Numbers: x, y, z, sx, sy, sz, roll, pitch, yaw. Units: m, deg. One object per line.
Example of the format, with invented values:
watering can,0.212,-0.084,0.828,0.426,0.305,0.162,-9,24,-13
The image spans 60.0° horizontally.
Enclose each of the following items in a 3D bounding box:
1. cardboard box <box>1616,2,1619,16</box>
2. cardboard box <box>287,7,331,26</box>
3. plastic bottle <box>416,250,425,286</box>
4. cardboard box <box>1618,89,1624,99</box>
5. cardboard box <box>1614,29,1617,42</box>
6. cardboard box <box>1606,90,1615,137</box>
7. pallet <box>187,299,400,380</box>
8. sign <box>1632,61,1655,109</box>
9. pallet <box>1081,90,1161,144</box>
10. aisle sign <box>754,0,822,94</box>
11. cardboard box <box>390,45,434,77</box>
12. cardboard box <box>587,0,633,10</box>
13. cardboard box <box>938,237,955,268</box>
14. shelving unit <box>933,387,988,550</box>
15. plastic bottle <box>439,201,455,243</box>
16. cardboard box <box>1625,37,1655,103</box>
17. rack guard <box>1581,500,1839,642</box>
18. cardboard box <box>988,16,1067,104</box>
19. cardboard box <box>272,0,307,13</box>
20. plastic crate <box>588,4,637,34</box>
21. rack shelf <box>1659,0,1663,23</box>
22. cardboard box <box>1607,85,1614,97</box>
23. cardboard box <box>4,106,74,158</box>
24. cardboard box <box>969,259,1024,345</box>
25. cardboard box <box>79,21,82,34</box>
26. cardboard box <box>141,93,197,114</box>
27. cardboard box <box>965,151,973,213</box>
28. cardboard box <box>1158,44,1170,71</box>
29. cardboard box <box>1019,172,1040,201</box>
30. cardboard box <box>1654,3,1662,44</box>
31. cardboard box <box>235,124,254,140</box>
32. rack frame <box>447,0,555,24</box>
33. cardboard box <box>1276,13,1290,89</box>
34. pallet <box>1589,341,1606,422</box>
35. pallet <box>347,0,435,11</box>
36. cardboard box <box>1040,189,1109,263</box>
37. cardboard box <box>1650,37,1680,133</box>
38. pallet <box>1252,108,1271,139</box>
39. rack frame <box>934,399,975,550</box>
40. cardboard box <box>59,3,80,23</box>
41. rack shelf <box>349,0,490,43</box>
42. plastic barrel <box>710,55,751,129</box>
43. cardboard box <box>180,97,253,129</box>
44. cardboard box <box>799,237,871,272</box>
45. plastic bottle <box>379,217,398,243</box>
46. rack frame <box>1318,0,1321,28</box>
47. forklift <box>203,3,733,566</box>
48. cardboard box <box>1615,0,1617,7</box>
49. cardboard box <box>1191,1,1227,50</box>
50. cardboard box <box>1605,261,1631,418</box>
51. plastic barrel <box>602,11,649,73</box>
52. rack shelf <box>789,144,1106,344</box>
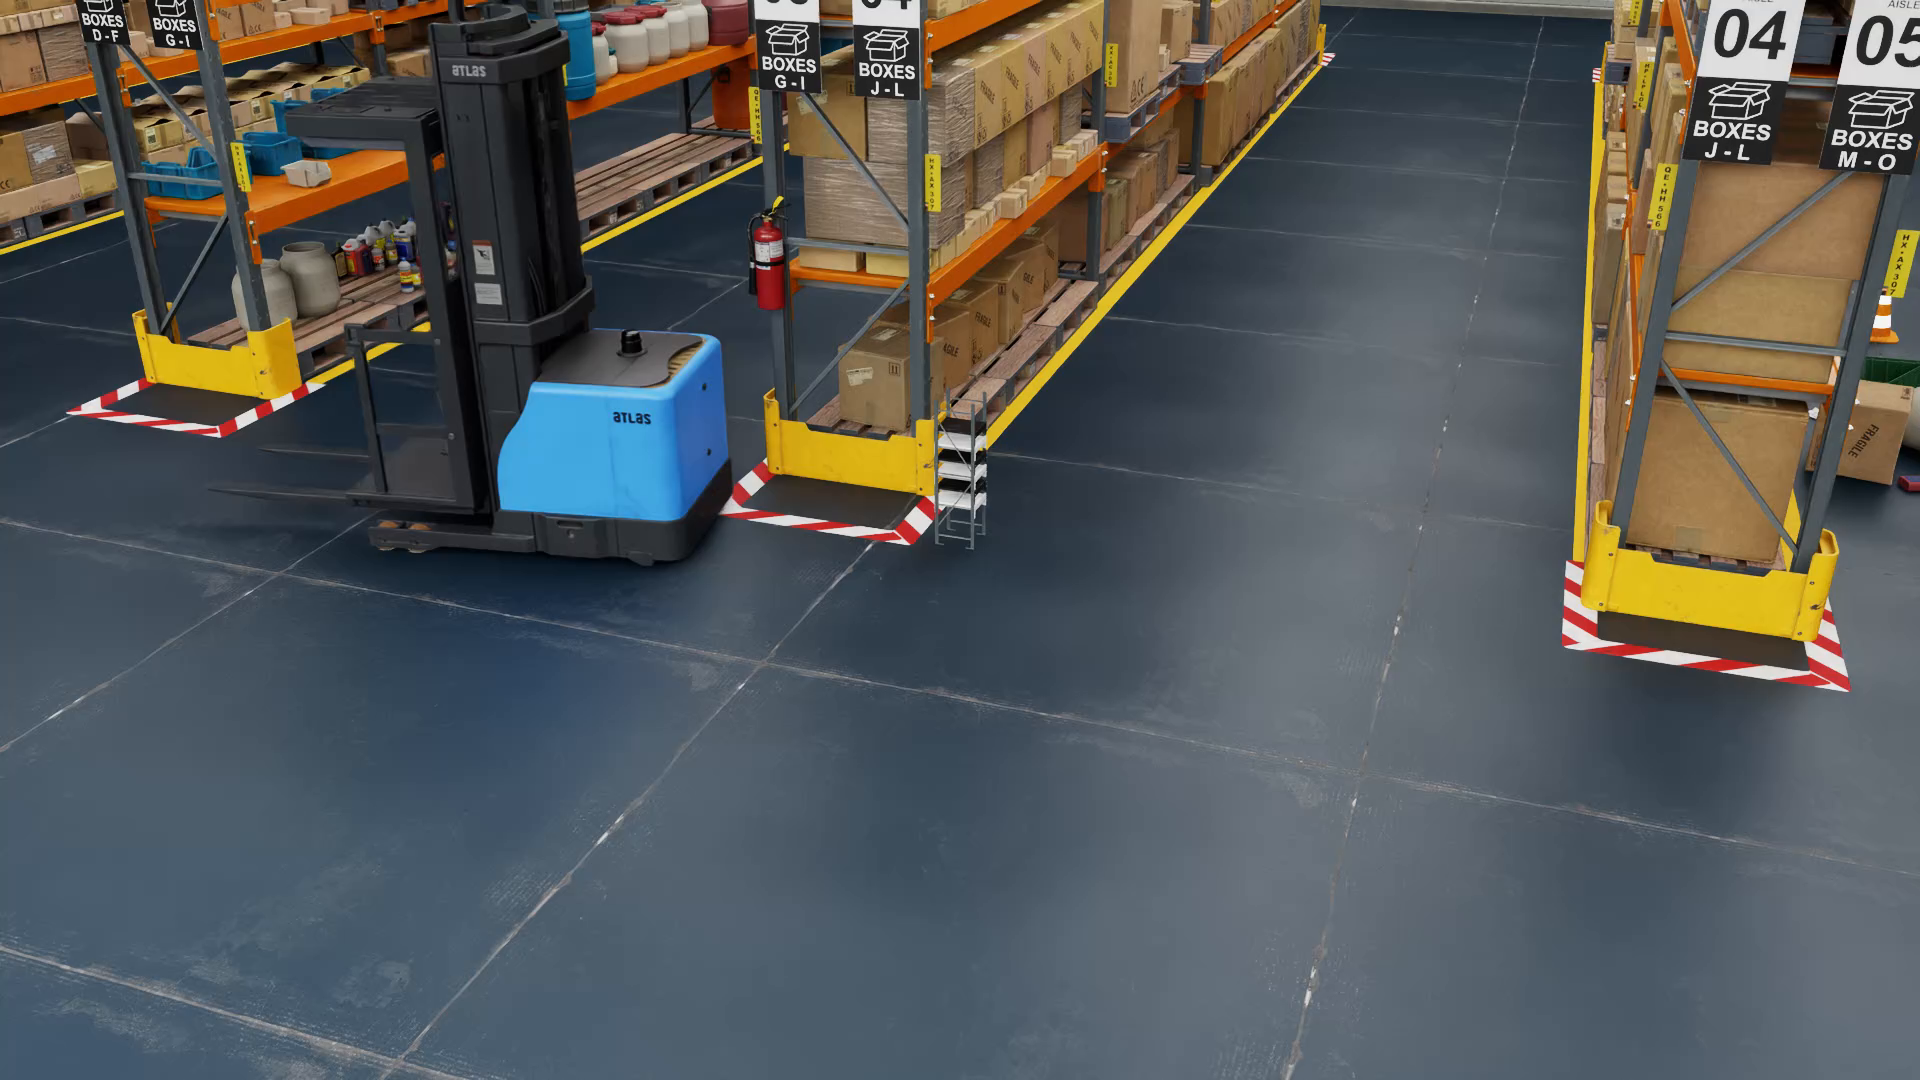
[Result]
cardboard box,6.883,-5.381,16.888,0.380,0.149,0.250,8,27,16
cardboard box,-7.388,-5.942,18.869,0.380,0.149,0.250,9,27,17
plastic bottle,-4.351,-2.223,13.512,0.061,0.283,0.133,9,27,18
cardboard box,6.957,-4.402,16.926,0.500,0.250,0.500,9,27,19
cardboard box,6.622,-4.921,16.278,0.380,0.149,0.250,8,27,17
cardboard box,7.470,-4.709,18.419,0.500,0.500,0.500,10,28,19
pallet,-5.085,-1.574,12.758,1.003,0.211,1.213,9,27,17
sign,4.789,-3.182,11.643,0.100,0.325,0.005,9,27,17
pallet,1.052,-3.590,13.942,1.003,0.211,1.213,9,27,17
aisle sign,-0.974,-2.927,9.371,0.394,0.787,0.004,9,27,17
cardboard box,-6.759,-5.899,20.856,0.500,0.500,0.500,8,27,16
cardboard box,-5.397,-7.956,25.100,0.797,0.503,0.637,9,27,17
cardboard box,-0.250,-1.809,10.332,0.380,0.149,0.250,9,27,17
shelving unit,0.003,-0.408,9.561,0.258,0.900,0.210,9,27,17
plastic bottle,-4.534,-2.815,14.656,0.144,0.351,0.185,9,27,17
cardboard box,6.231,-4.166,14.797,0.500,0.500,0.500,9,27,18
rack guard,3.965,0.156,8.853,1.175,0.500,0.348,9,27,17
cardboard box,0.438,-3.376,11.677,0.500,0.500,0.500,9,27,17
cardboard box,-7.829,-6.085,18.979,0.500,0.311,0.500,8,27,17
plastic crate,-3.505,-5.154,16.880,0.402,0.464,0.583,9,27,17
rack shelf,5.970,-4.470,12.924,1.077,0.370,4.000,9,27,17
cardboard box,7.922,-5.351,19.807,0.380,0.149,0.250,8,27,16
cardboard box,-9.129,-3.965,16.310,0.500,0.500,0.500,9,27,17
cardboard box,0.174,-1.785,12.382,0.500,0.500,0.500,6,27,13
cardboard box,-11.653,-6.686,22.103,0.750,0.750,0.750,8,27,17
cardboard box,-8.480,-4.652,17.947,0.500,0.311,0.500,9,27,17
cardboard box,-0.408,-2.363,10.732,0.875,0.500,0.500,9,27,17
cardboard box,1.691,-4.431,15.132,0.396,0.266,0.258,8,27,16
cardboard box,0.353,-2.525,11.811,0.380,0.149,0.250,9,27,17
cardboard box,6.477,-4.578,14.501,0.700,0.500,0.500,9,27,17
cardboard box,-7.971,-4.326,17.915,0.500,0.250,0.500,8,27,16
rack frame,-4.010,-4.101,14.779,1.000,3.000,0.127,9,27,17
cardboard box,3.618,-6.163,20.993,0.875,0.875,0.875,9,27,17
pallet,4.977,-1.066,11.709,1.003,0.211,1.213,9,27,17
pallet,-7.189,-6.667,20.299,1.213,0.211,1.003,9,27,17
cardboard box,0.885,-2.705,14.259,0.700,0.500,0.500,7,27,13
cardboard box,5.149,-3.029,11.153,0.875,0.550,0.550,9,27,17
pallet,3.137,-5.088,20.015,1.003,0.211,1.213,9,27,17
rack frame,-0.031,-0.367,9.474,0.240,0.900,0.006,9,27,17
cardboard box,-8.568,-5.015,15.807,0.380,0.149,0.250,9,27,17
rack shelf,-6.683,-6.963,21.515,1.077,0.370,4.000,9,27,17
plastic barrel,-2.532,-5.161,18.975,0.600,0.830,0.708,9,27,17
cardboard box,-7.965,-4.577,17.790,0.500,0.311,0.500,8,27,16
cardboard box,-0.770,-1.773,10.259,0.380,0.149,0.250,9,27,17
plastic bottle,-4.874,-2.583,14.178,0.144,0.351,0.185,9,27,17
rack frame,4.654,-8.314,23.480,1.000,3.000,0.127,9,27,17
forklift,-2.954,-1.464,9.410,3.031,2.935,1.130,4,26,9
cardboard box,7.315,-5.776,18.043,0.380,0.149,0.250,9,27,18
cardboard box,2.410,-5.232,16.999,0.500,0.500,0.500,10,27,19
cardboard box,4.733,-1.236,10.816,0.875,0.875,0.875,9,27,18
plastic barrel,-3.241,-4.825,16.118,0.433,0.535,0.433,0,26,0
rack shelf,-0.005,-2.237,11.754,1.077,0.370,4.000,9,27,17
